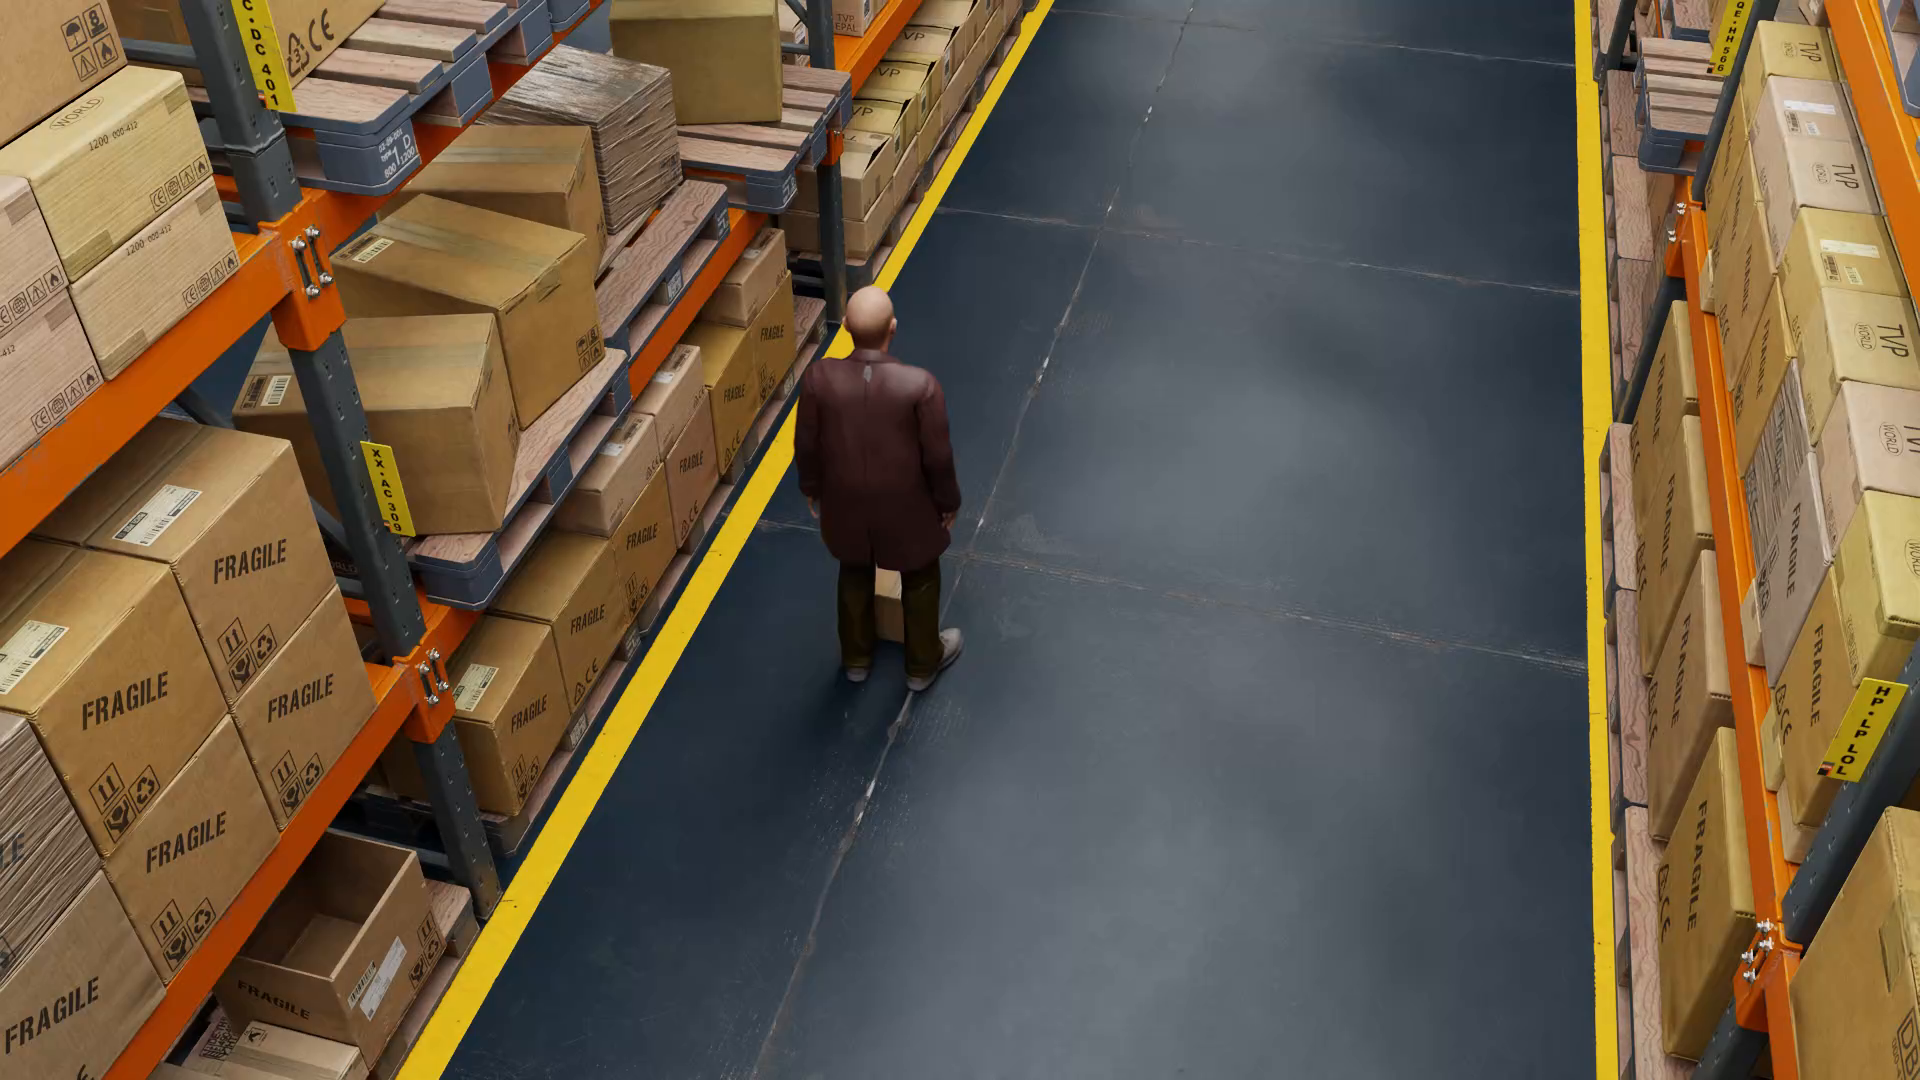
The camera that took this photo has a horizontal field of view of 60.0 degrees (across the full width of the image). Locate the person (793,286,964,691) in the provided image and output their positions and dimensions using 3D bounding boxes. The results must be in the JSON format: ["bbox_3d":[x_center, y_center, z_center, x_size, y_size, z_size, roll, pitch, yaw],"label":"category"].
[{"bbox_3d":[-0.306,-0.166,6.365,0.638,1.772,0.432,8,41,10],"label":"person"}]
